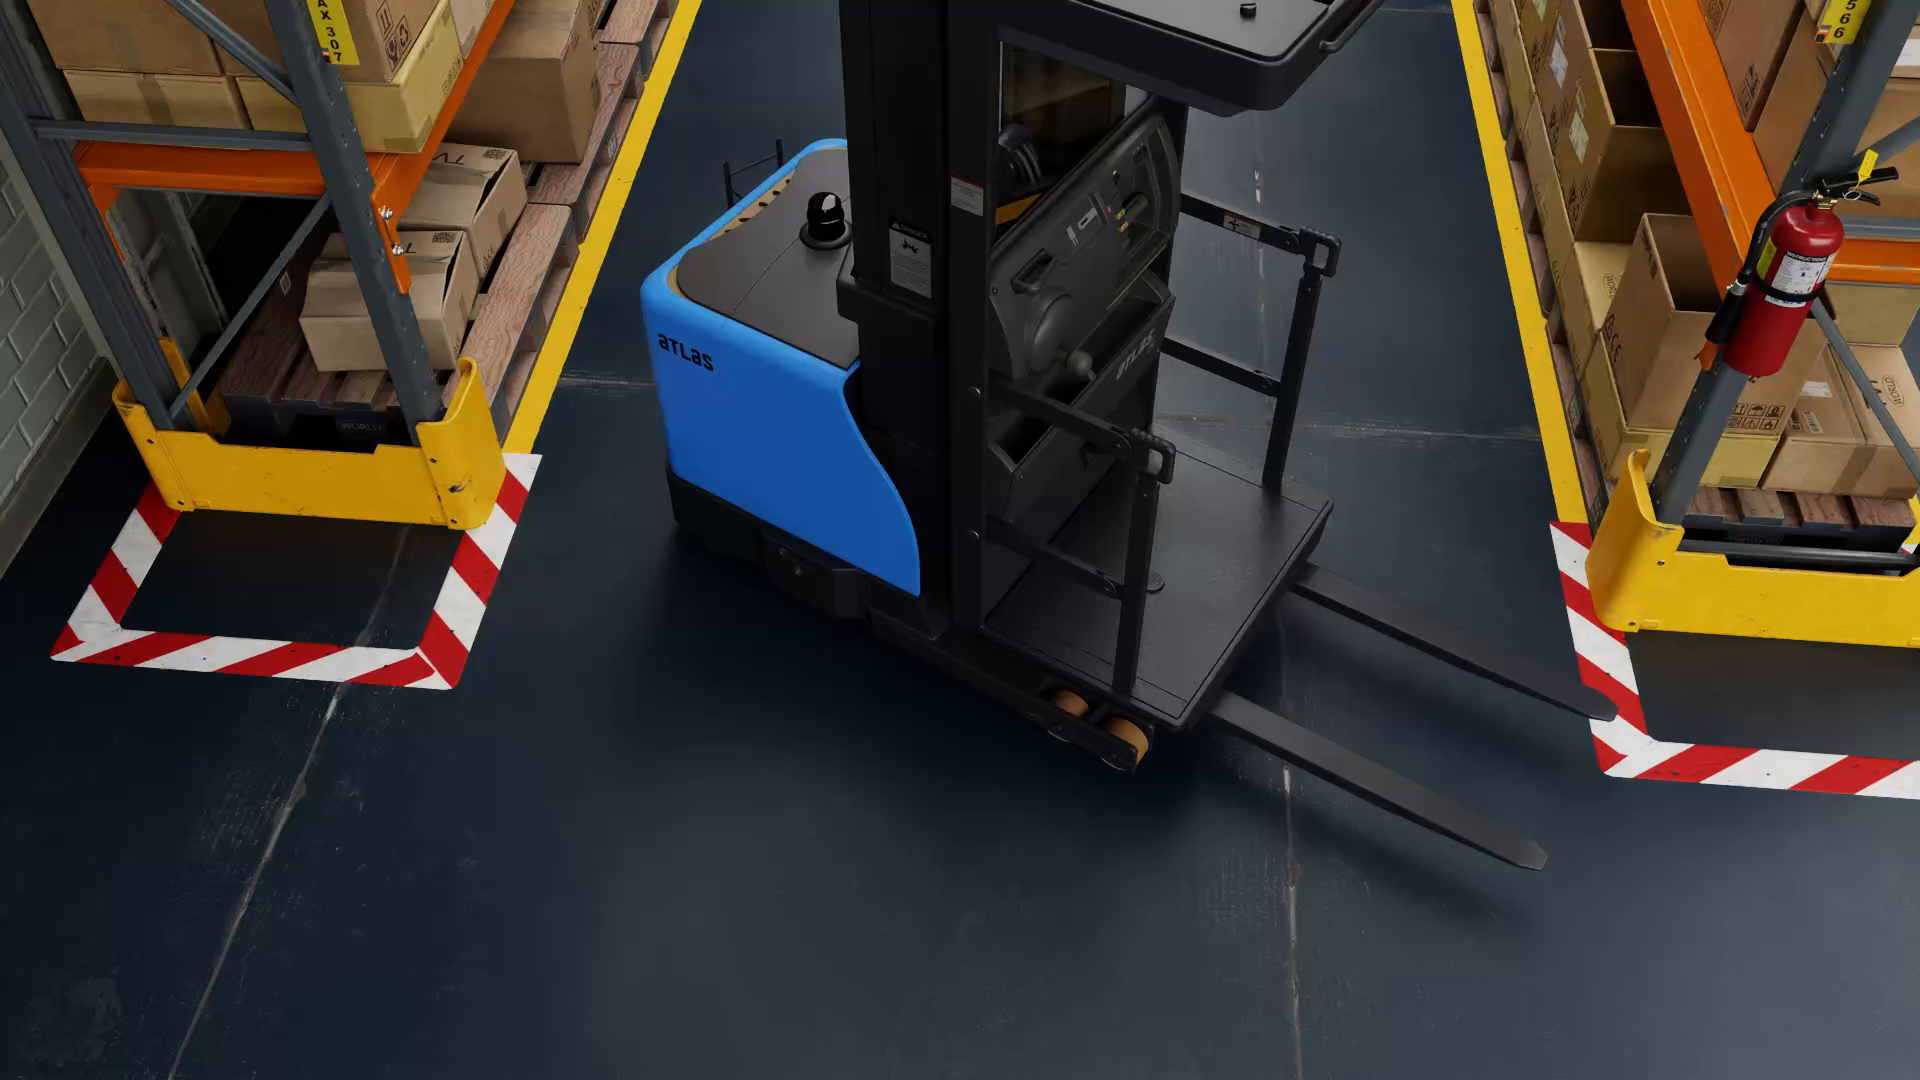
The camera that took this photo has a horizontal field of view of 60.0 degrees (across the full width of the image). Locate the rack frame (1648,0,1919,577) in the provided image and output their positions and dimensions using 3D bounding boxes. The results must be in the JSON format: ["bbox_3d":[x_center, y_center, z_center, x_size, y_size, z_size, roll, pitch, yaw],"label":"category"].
[{"bbox_3d":[2.705,-0.823,4.470,1.000,3.000,0.127,4,48,4],"label":"rack frame"}]

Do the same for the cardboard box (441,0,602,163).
[{"bbox_3d":[-1.907,-1.916,6.865,0.700,0.500,0.500,1,48,1],"label":"cardboard box"}]

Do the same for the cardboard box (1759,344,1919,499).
[{"bbox_3d":[2.976,-0.416,5.677,0.500,0.250,0.500,4,48,4],"label":"cardboard box"}]

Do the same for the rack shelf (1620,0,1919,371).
[{"bbox_3d":[2.887,-2.050,6.080,1.077,0.370,4.000,4,48,4],"label":"rack shelf"}]

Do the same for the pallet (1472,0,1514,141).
[{"bbox_3d":[2.955,-2.240,7.656,1.003,0.211,1.213,4,48,4],"label":"pallet"}]

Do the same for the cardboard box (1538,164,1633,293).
[{"bbox_3d":[2.537,-1.187,6.381,0.500,0.250,0.500,4,48,4],"label":"cardboard box"}]

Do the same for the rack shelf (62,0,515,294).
[{"bbox_3d":[-2.046,-2.381,6.382,1.077,0.370,4.000,4,48,4],"label":"rack shelf"}]

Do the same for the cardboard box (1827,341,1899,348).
[{"bbox_3d":[3.017,-0.784,6.013,0.500,0.250,0.500,4,48,4],"label":"cardboard box"}]

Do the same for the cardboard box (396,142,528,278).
[{"bbox_3d":[-2.024,-1.316,6.445,0.500,0.311,0.500,7,48,7],"label":"cardboard box"}]

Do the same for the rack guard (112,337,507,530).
[{"bbox_3d":[-2.221,-0.366,5.746,1.175,0.500,0.348,4,48,4],"label":"rack guard"}]

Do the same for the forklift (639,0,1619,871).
[{"bbox_3d":[0.527,-0.737,4.438,3.031,2.935,1.130,26,53,22],"label":"forklift"}]

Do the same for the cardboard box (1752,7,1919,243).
[{"bbox_3d":[2.760,-1.199,4.746,0.700,0.500,0.500,4,48,4],"label":"cardboard box"}]

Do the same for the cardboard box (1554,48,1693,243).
[{"bbox_3d":[2.534,-1.440,6.105,0.500,0.500,0.500,4,48,4],"label":"cardboard box"}]

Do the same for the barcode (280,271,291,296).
[{"bbox_3d":[-2.472,-0.940,6.095,0.001,0.075,0.075,4,48,4],"label":"barcode"}]

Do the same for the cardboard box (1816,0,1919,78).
[{"bbox_3d":[2.550,-1.370,4.463,0.380,0.149,0.250,3,48,3],"label":"cardboard box"}]

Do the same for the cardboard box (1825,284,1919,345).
[{"bbox_3d":[3.019,-1.037,5.736,0.500,0.500,0.500,4,48,4],"label":"cardboard box"}]

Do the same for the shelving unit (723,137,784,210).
[{"bbox_3d":[-0.657,-0.990,6.046,0.258,0.900,0.210,-30,54,-25],"label":"shelving unit"}]

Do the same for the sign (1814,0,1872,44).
[{"bbox_3d":[2.166,-1.341,3.998,0.100,0.325,0.005,4,48,4],"label":"sign"}]

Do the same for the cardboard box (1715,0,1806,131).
[{"bbox_3d":[2.803,-1.586,5.100,0.700,0.500,0.500,5,48,5],"label":"cardboard box"}]

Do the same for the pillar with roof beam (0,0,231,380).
[{"bbox_3d":[1.261,-3.462,2.818,9.100,9.000,0.400,4,48,4],"label":"pillar with roof beam"}]

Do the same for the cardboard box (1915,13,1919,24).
[{"bbox_3d":[2.765,-1.676,4.303,0.700,0.500,0.500,4,48,4],"label":"cardboard box"}]

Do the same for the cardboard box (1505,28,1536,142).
[{"bbox_3d":[2.624,-1.922,7.054,0.500,0.250,0.500,4,48,4],"label":"cardboard box"}]

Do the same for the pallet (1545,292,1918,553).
[{"bbox_3d":[2.733,-0.447,6.016,1.003,0.211,1.213,4,48,4],"label":"pallet"}]

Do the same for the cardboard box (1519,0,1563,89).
[{"bbox_3d":[2.625,-2.175,6.777,0.500,0.500,0.500,4,48,4],"label":"cardboard box"}]

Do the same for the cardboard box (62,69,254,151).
[{"bbox_3d":[-2.379,-1.466,5.147,0.500,0.250,0.500,4,48,4],"label":"cardboard box"}]

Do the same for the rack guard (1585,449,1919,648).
[{"bbox_3d":[2.703,0.038,5.377,1.175,0.500,0.348,4,48,4],"label":"rack guard"}]

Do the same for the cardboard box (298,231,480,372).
[{"bbox_3d":[-2.076,-0.897,6.062,0.500,0.311,0.500,-1,48,-1],"label":"cardboard box"}]

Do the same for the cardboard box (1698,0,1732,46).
[{"bbox_3d":[2.854,-1.950,5.433,0.700,0.500,0.500,4,48,4],"label":"cardboard box"}]

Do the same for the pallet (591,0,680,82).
[{"bbox_3d":[-1.890,-2.656,8.036,1.003,0.211,1.213,4,48,4],"label":"pallet"}]

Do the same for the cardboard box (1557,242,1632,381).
[{"bbox_3d":[2.493,-0.819,6.045,0.500,0.250,0.500,4,48,4],"label":"cardboard box"}]

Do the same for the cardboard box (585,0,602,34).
[{"bbox_3d":[-1.919,-2.633,7.521,0.500,0.500,0.500,1,48,1],"label":"cardboard box"}]

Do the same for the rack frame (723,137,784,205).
[{"bbox_3d":[-0.721,-1.049,6.100,0.240,0.900,0.006,-30,54,-25],"label":"rack frame"}]

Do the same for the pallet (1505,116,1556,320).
[{"bbox_3d":[2.847,-1.341,6.833,1.003,0.211,1.213,4,48,4],"label":"pallet"}]

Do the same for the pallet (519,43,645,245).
[{"bbox_3d":[-1.998,-1.757,7.214,1.003,0.211,1.213,4,48,4],"label":"pallet"}]

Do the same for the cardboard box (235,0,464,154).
[{"bbox_3d":[-1.868,-1.447,5.129,0.500,0.250,0.500,3,48,2],"label":"cardboard box"}]

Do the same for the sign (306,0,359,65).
[{"bbox_3d":[-1.688,-1.410,4.420,0.100,0.325,0.005,4,48,4],"label":"sign"}]

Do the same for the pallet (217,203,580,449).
[{"bbox_3d":[-2.112,-0.863,6.396,1.003,0.211,1.213,4,48,4],"label":"pallet"}]

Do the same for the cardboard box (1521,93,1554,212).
[{"bbox_3d":[2.585,-1.554,6.717,0.500,0.250,0.500,4,48,4],"label":"cardboard box"}]

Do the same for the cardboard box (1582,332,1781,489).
[{"bbox_3d":[2.460,-0.451,5.709,0.500,0.250,0.500,4,48,4],"label":"cardboard box"}]

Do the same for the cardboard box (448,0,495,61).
[{"bbox_3d":[-1.835,-1.830,5.479,0.500,0.250,0.500,3,48,2],"label":"cardboard box"}]

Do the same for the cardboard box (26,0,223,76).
[{"bbox_3d":[-2.397,-1.724,4.874,0.500,0.500,0.500,3,48,3],"label":"cardboard box"}]

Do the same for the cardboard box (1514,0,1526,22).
[{"bbox_3d":[2.678,-2.542,7.113,0.500,0.500,0.500,4,48,4],"label":"cardboard box"}]

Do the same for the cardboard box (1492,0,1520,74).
[{"bbox_3d":[2.675,-2.289,7.390,0.500,0.250,0.500,4,48,4],"label":"cardboard box"}]

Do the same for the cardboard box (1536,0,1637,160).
[{"bbox_3d":[2.581,-1.807,6.441,0.500,0.500,0.500,4,48,4],"label":"cardboard box"}]

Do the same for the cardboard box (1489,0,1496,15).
[{"bbox_3d":[2.725,-2.656,7.725,0.500,0.250,0.500,4,48,4],"label":"cardboard box"}]

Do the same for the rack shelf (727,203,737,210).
[{"bbox_3d":[-0.657,-1.150,5.871,0.258,0.077,0.200,-30,54,-25],"label":"rack shelf"}]

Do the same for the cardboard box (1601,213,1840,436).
[{"bbox_3d":[2.458,-0.704,5.432,0.500,0.500,0.500,4,48,4],"label":"cardboard box"}]

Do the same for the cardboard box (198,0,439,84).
[{"bbox_3d":[-1.885,-1.694,4.846,0.500,0.500,0.500,4,48,4],"label":"cardboard box"}]

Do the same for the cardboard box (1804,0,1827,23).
[{"bbox_3d":[2.573,-1.562,4.639,0.380,0.149,0.250,5,48,5],"label":"cardboard box"}]

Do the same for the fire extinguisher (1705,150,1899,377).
[{"bbox_3d":[2.232,-0.742,4.448,0.296,0.674,0.183,4,48,4],"label":"fire extinguisher"}]

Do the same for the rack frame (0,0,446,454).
[{"bbox_3d":[-2.228,-1.154,4.772,1.000,3.000,0.127,4,48,4],"label":"rack frame"}]
